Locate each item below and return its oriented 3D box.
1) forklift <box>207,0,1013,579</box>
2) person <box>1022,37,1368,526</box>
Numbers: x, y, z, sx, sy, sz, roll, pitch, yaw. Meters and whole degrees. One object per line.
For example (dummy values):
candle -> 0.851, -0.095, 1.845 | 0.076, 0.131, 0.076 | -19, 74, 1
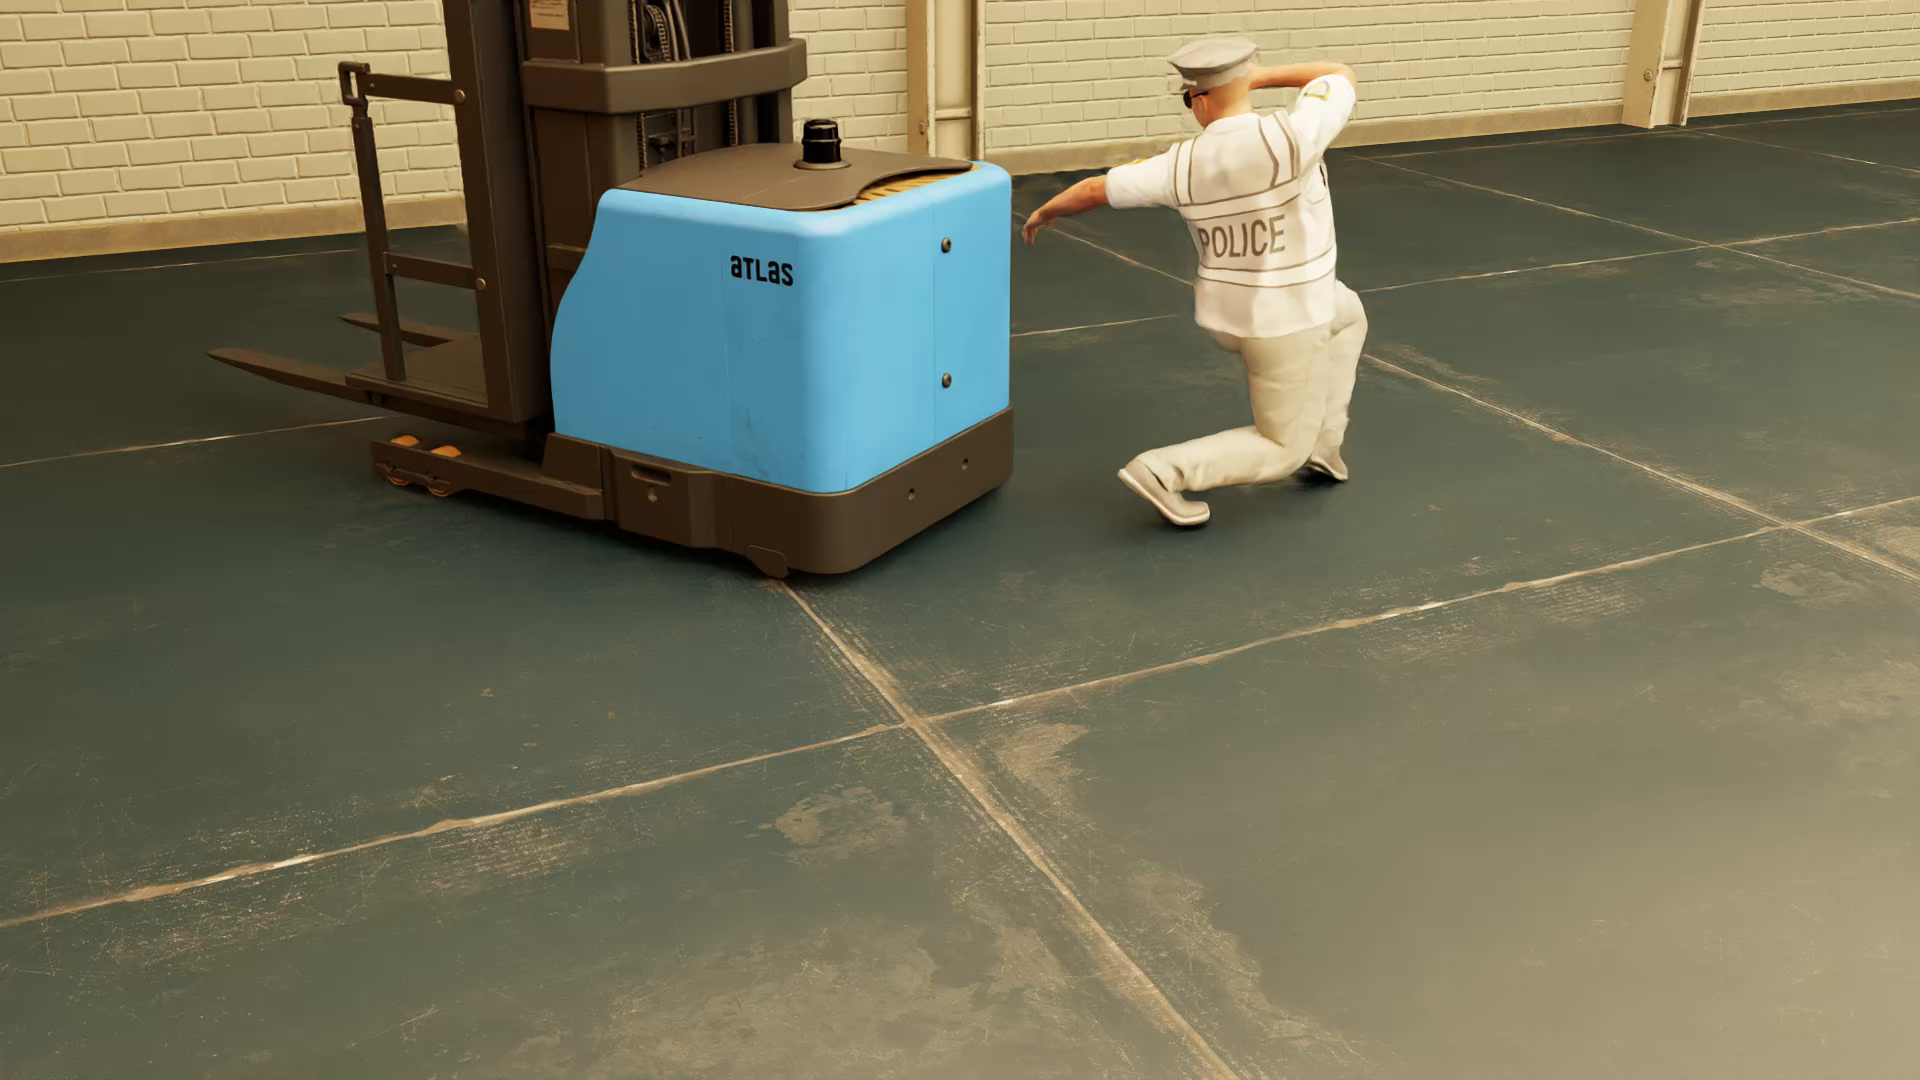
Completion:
forklift -> -1.352, -1.651, 5.260 | 3.031, 2.935, 1.130 | 13, 26, 29
person -> 0.802, -0.851, 5.288 | 0.956, 1.474, 0.984 | -15, 27, -32
